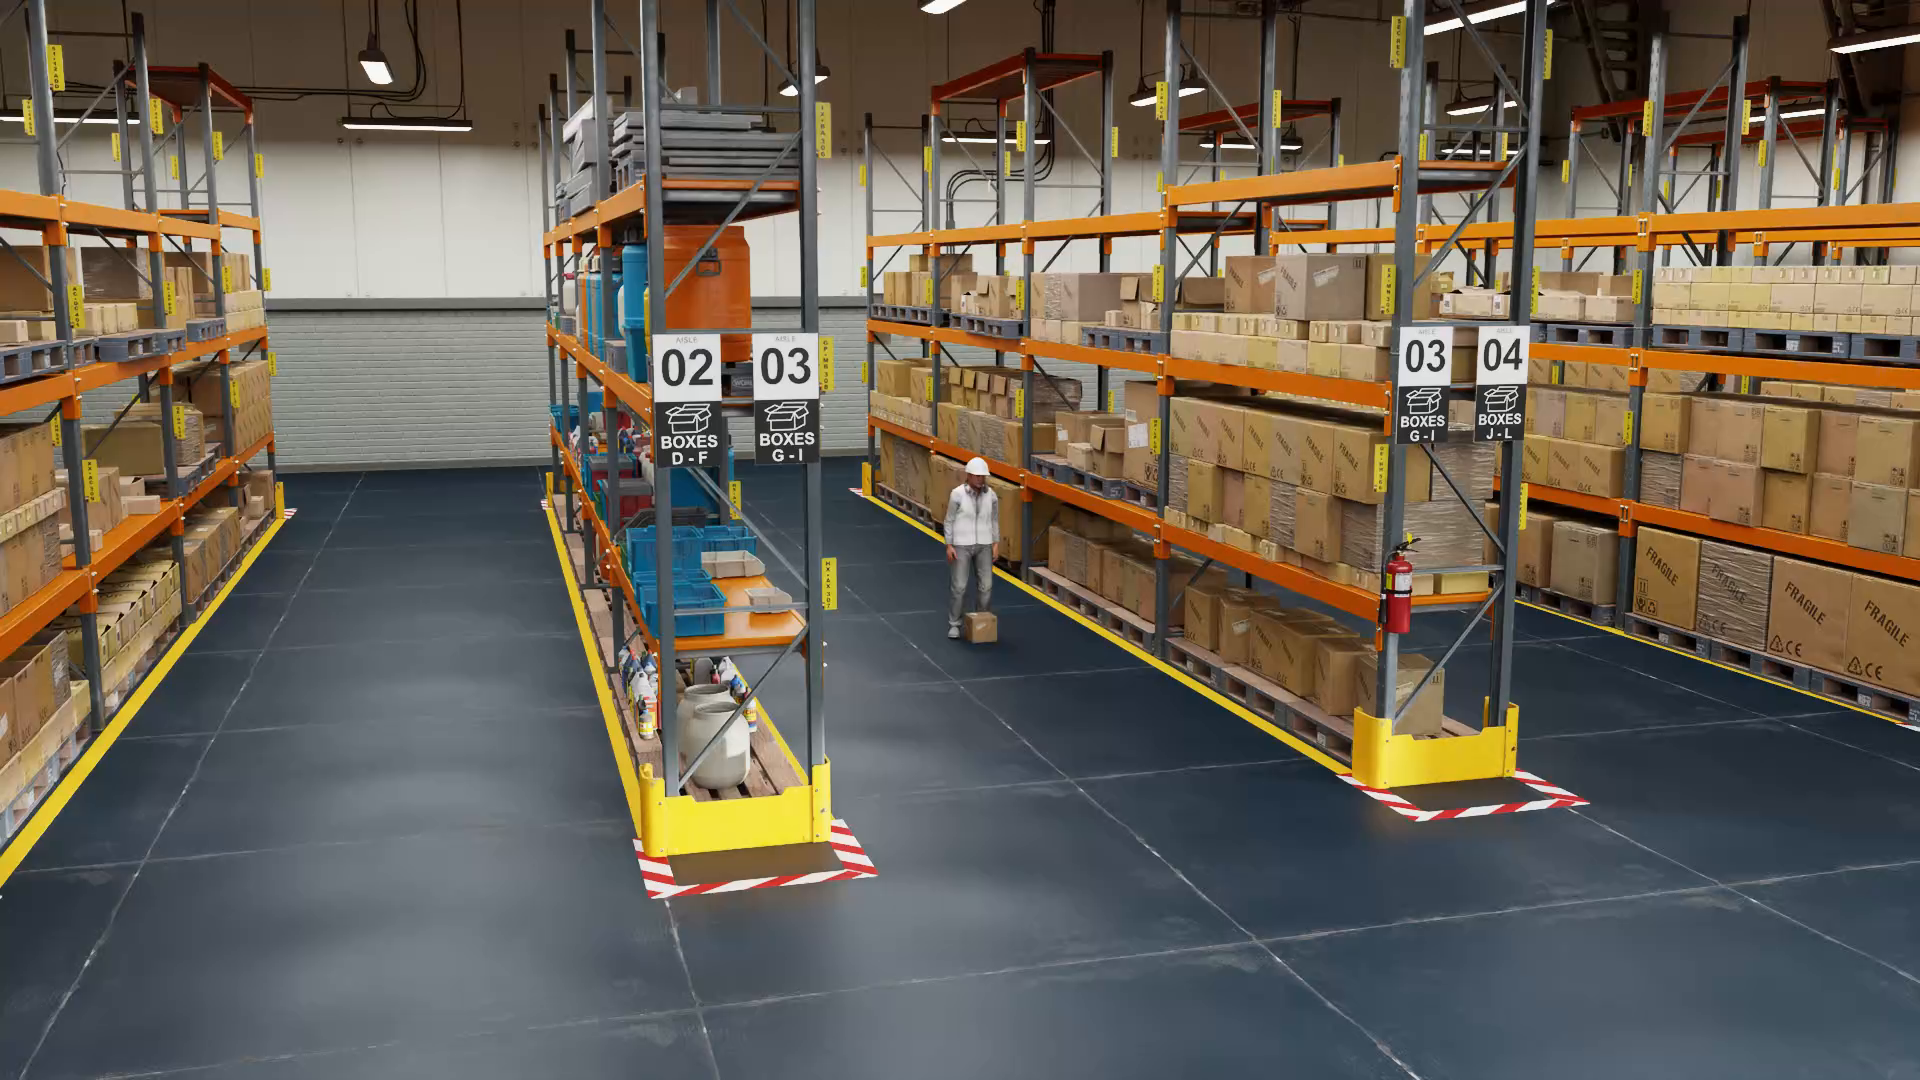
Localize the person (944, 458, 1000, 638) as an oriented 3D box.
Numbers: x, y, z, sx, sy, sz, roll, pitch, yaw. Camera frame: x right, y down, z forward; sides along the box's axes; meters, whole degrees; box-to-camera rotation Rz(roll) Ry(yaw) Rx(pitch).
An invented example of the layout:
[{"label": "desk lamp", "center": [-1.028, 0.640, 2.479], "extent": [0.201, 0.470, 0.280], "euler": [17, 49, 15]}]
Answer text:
[{"label": "person", "center": [0.126, 0.064, 16.397], "extent": [0.582, 1.769, 0.464], "euler": [-3, 10, -19]}]
